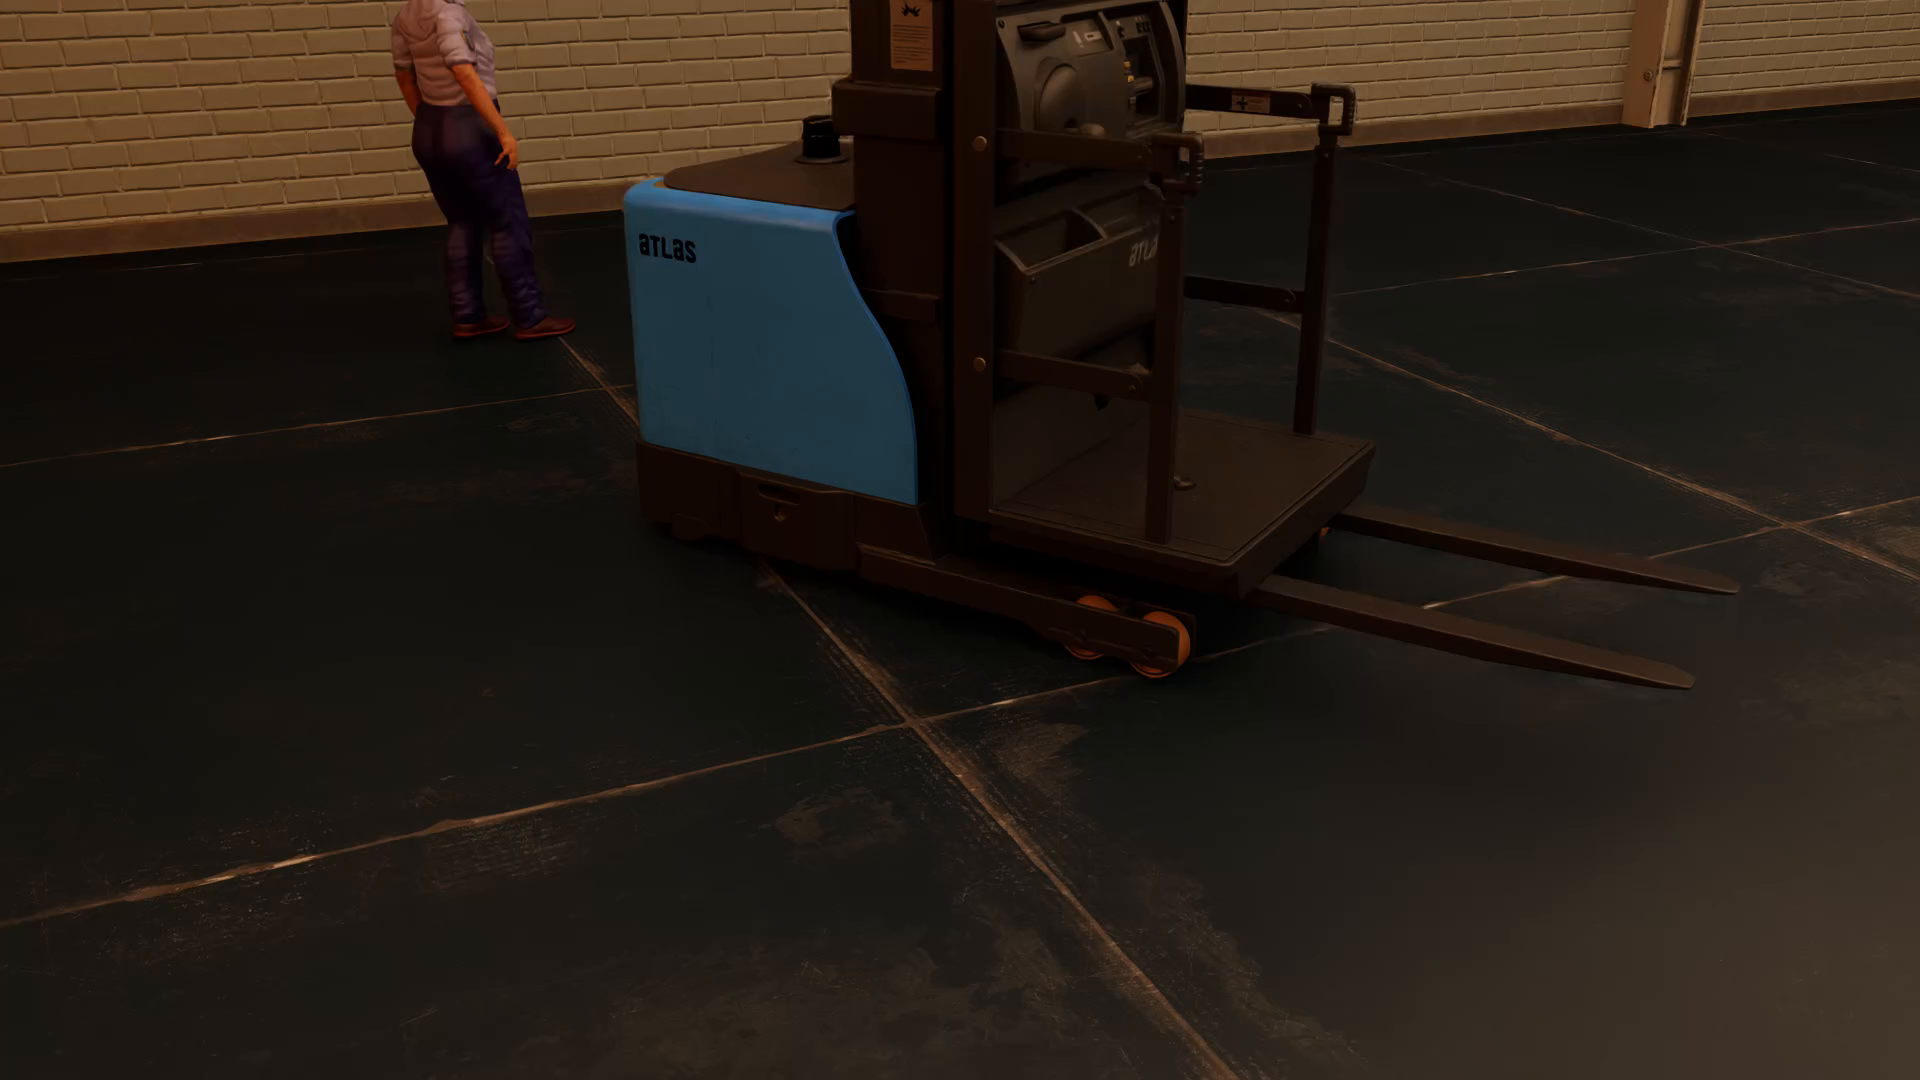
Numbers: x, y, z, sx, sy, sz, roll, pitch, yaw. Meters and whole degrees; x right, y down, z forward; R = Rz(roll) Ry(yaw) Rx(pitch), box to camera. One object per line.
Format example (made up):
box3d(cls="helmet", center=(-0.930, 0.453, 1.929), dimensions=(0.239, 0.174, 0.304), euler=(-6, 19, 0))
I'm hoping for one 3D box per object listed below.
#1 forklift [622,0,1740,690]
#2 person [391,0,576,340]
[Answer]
box3d(cls="forklift", center=(0.533, -1.233, 4.253), dimensions=(3.031, 2.935, 1.130), euler=(14, 26, 29))
box3d(cls="person", center=(-2.016, -1.671, 6.979), dimensions=(0.623, 1.653, 0.497), euler=(17, 28, 35))
